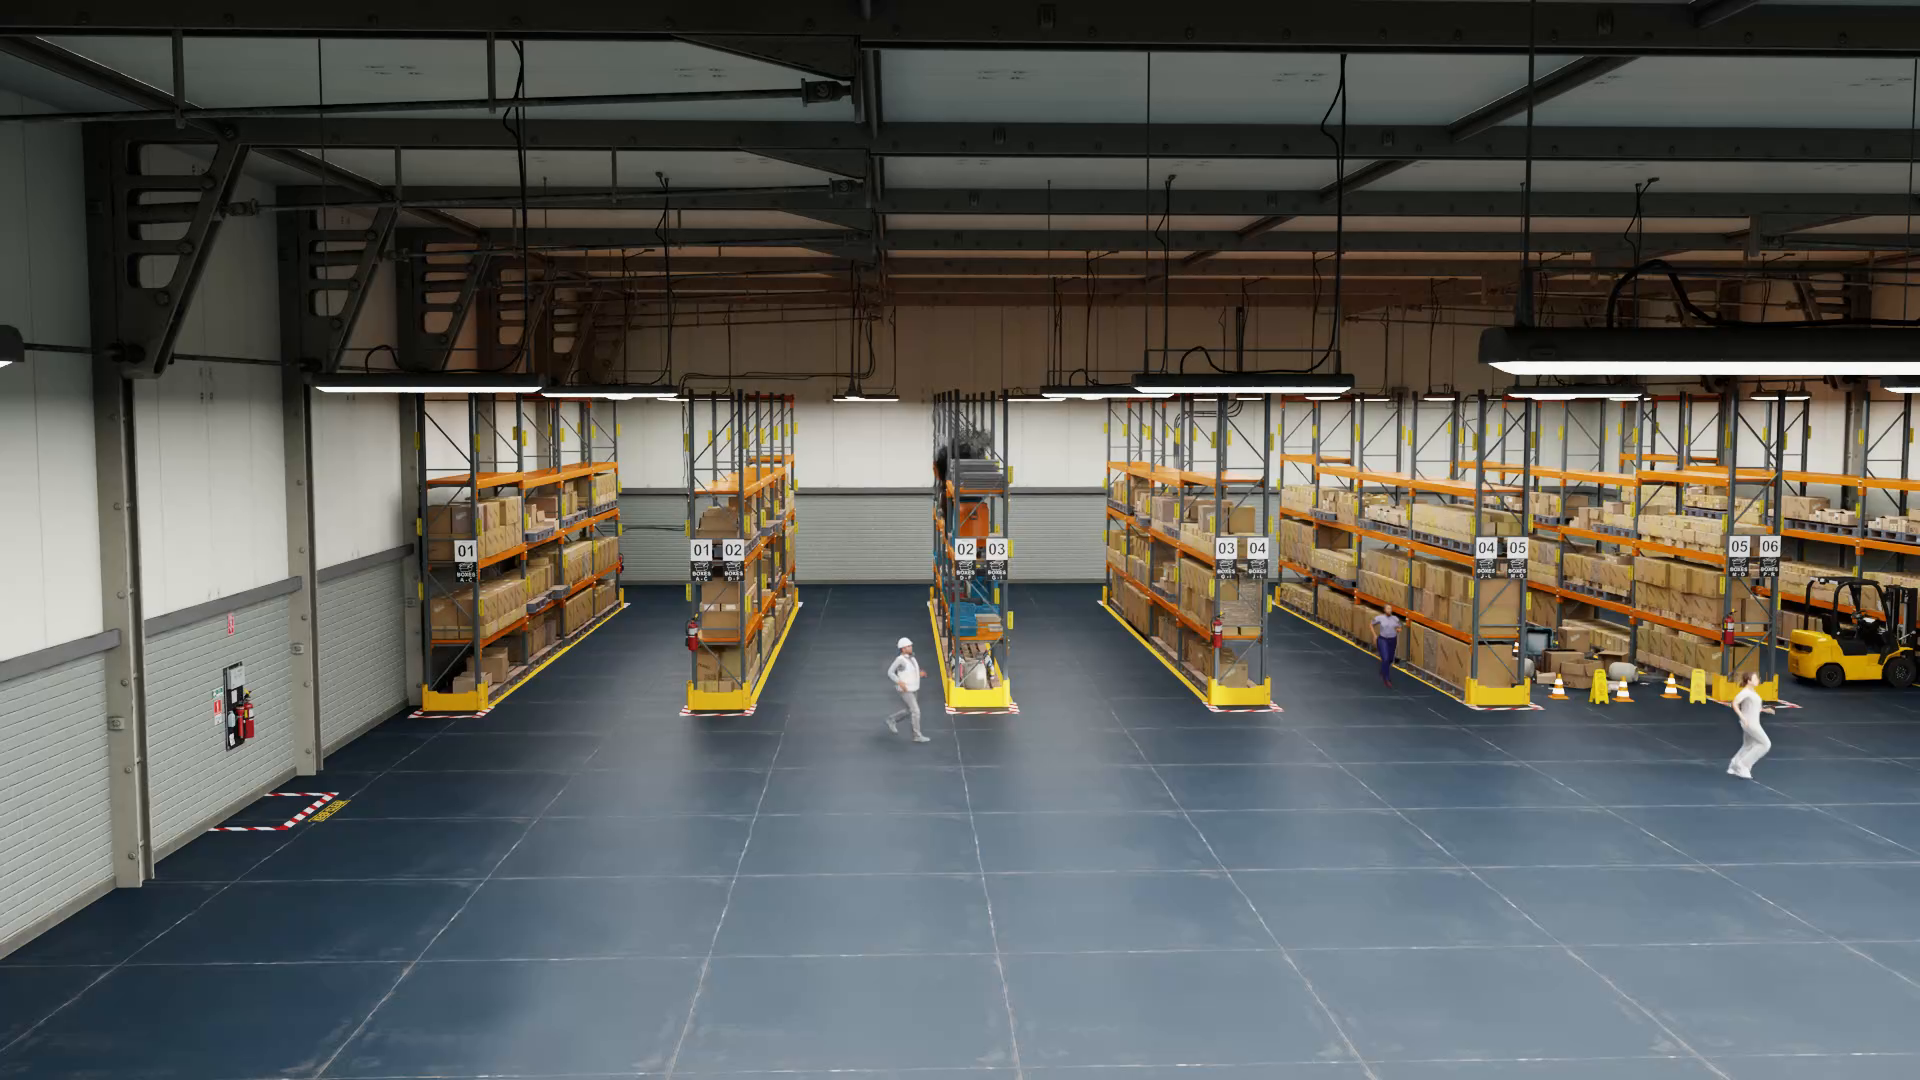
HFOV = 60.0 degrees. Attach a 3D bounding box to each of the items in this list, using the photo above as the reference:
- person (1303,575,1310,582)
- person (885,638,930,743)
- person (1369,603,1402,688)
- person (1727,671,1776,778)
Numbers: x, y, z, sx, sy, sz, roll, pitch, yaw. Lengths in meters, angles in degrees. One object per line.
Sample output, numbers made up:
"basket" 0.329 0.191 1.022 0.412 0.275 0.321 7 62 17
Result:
"person" 10.422 0.980 49.187 0.538 1.465 0.527 0 5 0
"person" -0.905 2.537 28.250 0.919 1.750 0.667 2 5 26
"person" 8.705 2.131 33.887 0.594 1.658 0.873 -1 5 -12
"person" 12.083 2.818 25.376 0.640 1.635 0.541 3 5 32
